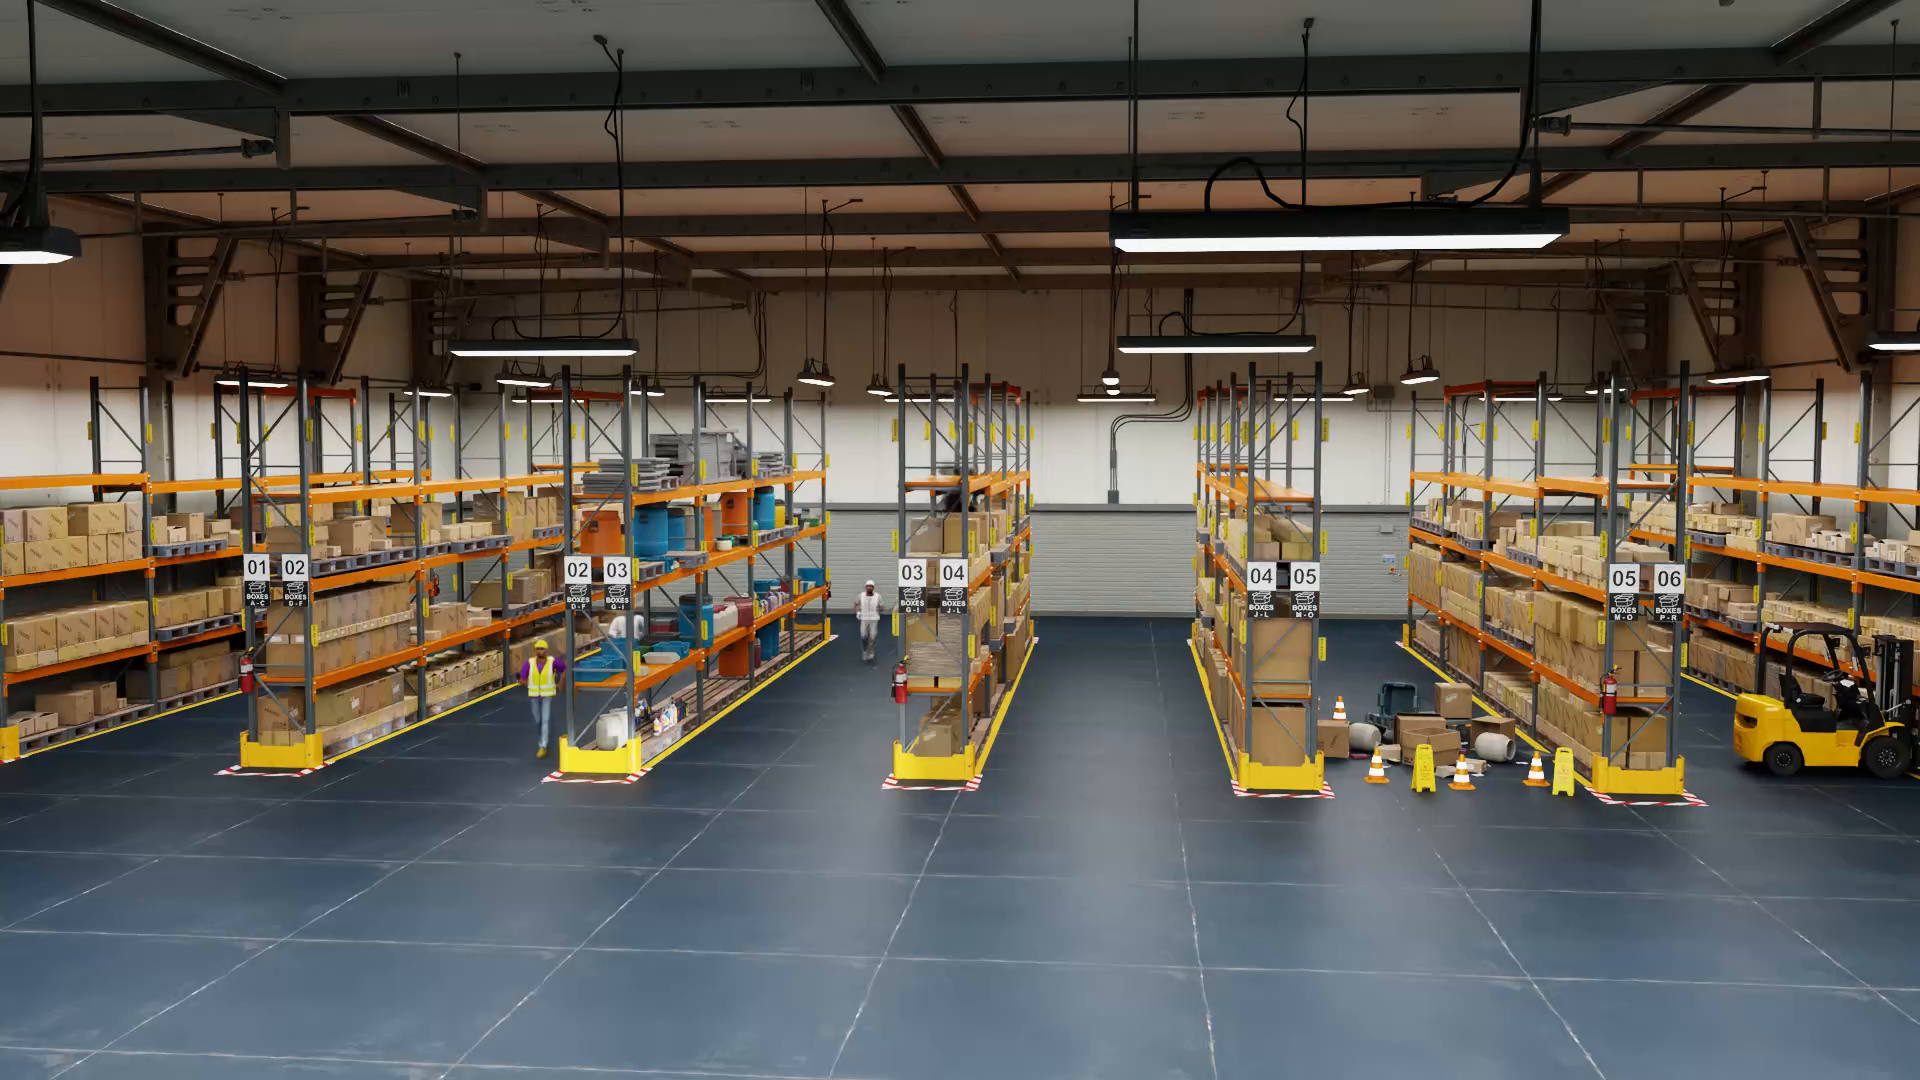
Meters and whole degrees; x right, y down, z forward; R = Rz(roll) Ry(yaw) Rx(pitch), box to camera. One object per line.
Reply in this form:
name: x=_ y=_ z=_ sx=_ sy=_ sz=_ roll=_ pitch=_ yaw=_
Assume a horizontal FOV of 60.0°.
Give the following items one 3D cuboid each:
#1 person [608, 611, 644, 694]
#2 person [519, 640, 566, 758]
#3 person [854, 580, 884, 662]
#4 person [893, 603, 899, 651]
person: x=-6.264 y=2.106 z=31.395 sx=0.708 sy=1.857 sz=0.806 roll=0 pitch=4 yaw=5
person: x=-6.514 y=2.438 z=25.907 sx=0.699 sy=1.765 sz=0.972 roll=0 pitch=4 yaw=-2
person: x=-1.992 y=1.781 z=36.467 sx=0.663 sy=1.784 sz=0.648 roll=0 pitch=4 yaw=-3
person: x=-1.050 y=1.846 z=32.709 sx=0.545 sy=1.762 sz=0.747 roll=0 pitch=4 yaw=-3
